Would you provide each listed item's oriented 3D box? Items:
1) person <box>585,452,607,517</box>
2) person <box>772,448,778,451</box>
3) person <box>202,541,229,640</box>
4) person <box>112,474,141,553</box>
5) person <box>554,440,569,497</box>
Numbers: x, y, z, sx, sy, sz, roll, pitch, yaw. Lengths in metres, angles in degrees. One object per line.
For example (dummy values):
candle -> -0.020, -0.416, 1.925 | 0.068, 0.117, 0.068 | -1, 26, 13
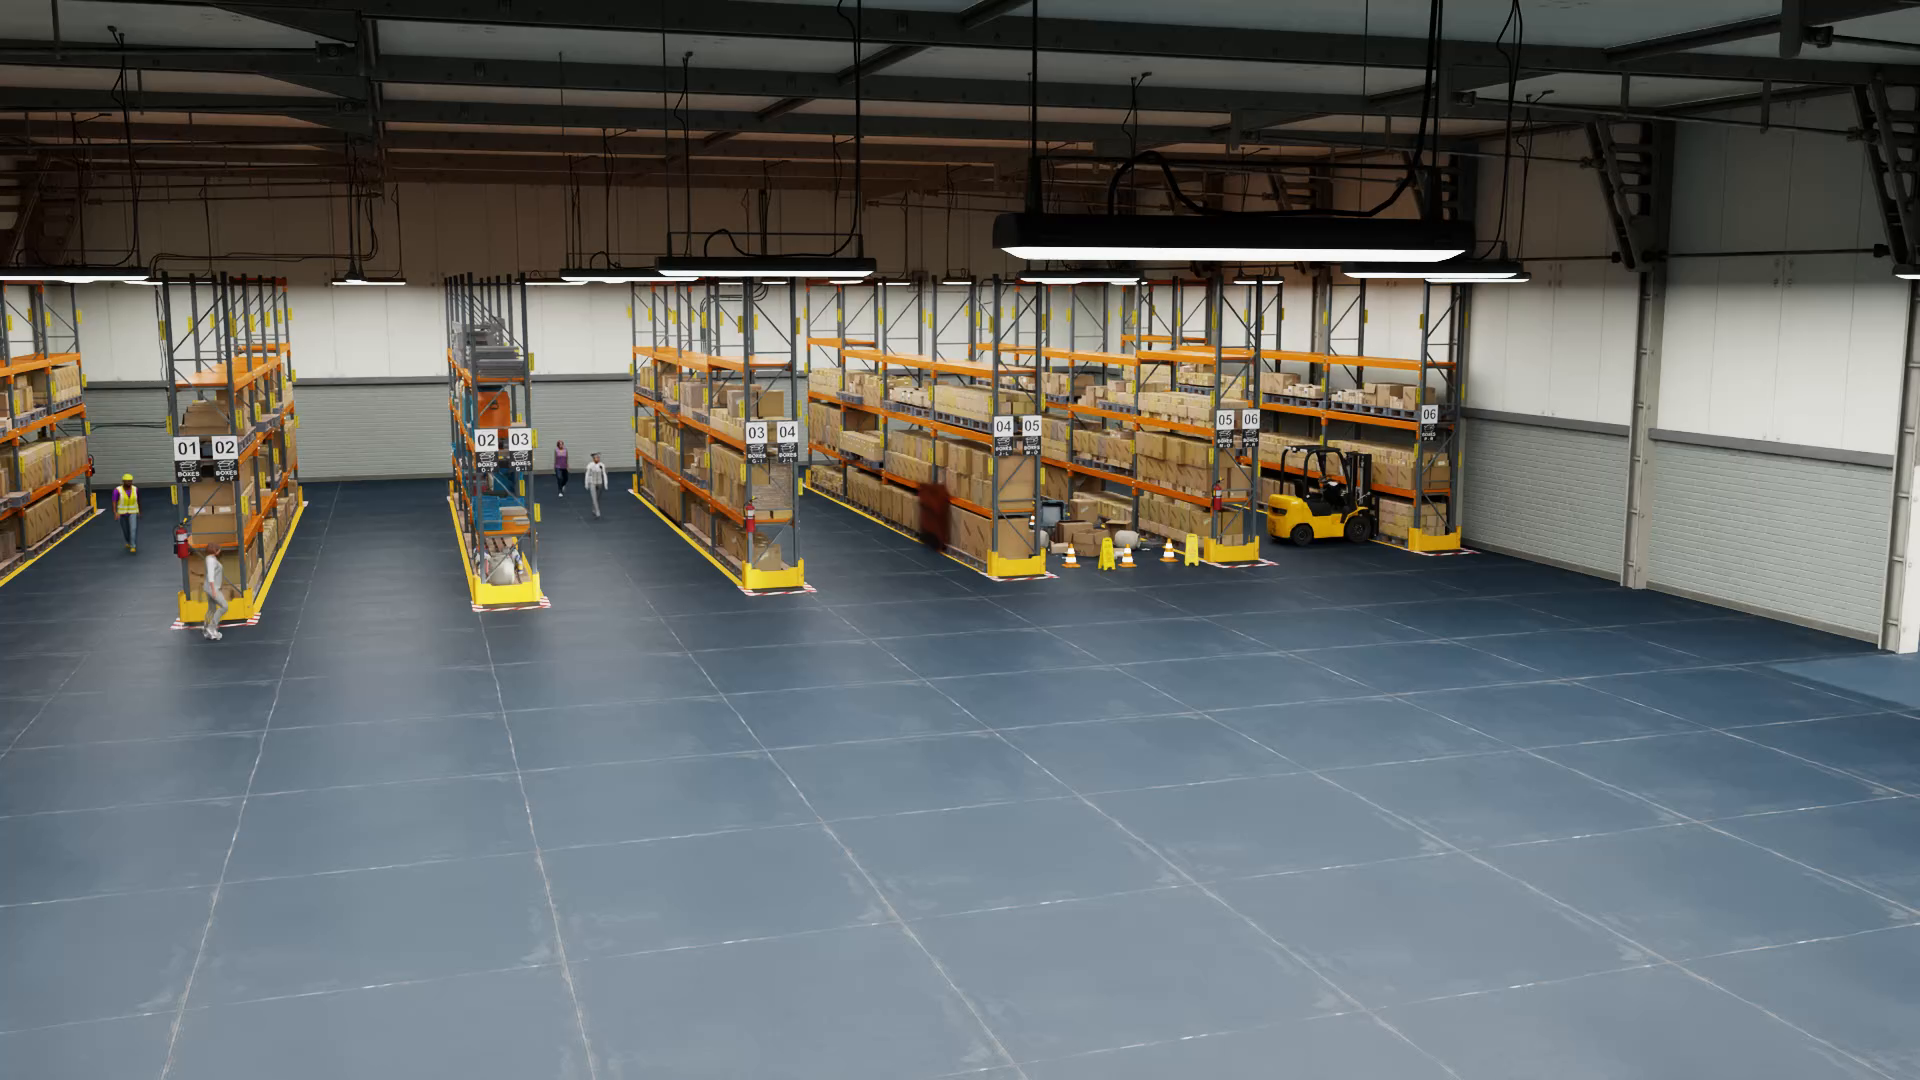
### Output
person -> -9.189, -1.430, 42.072 | 0.519, 1.606, 1.060 | -5, 10, -29
person -> -5.229, -2.285, 47.660 | 0.521, 1.611, 1.023 | -3, 9, -17
person -> -12.253, 0.824, 27.300 | 0.417, 1.605, 0.452 | -4, 9, -25
person -> -18.172, -0.586, 36.249 | 0.531, 1.711, 1.093 | -3, 9, -22
person -> -11.057, -2.011, 46.113 | 0.423, 1.559, 0.768 | -3, 9, -20
